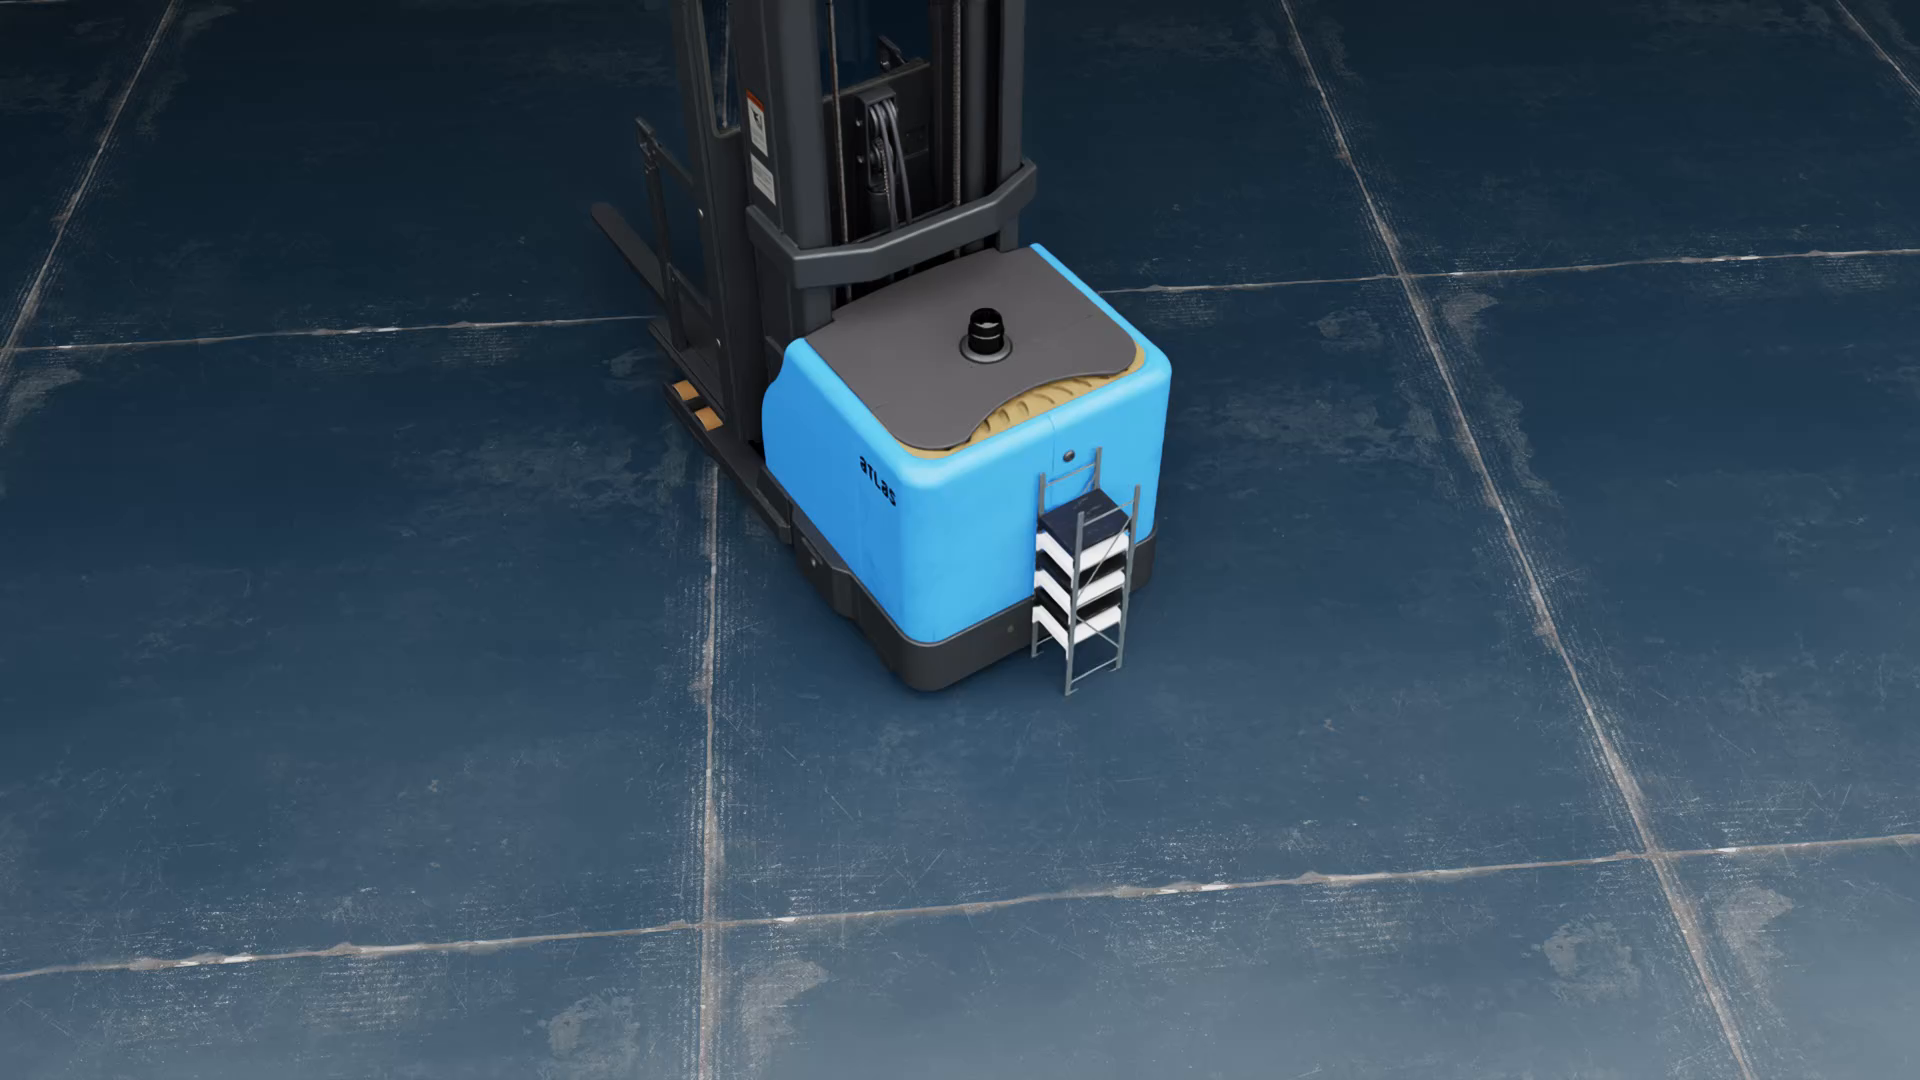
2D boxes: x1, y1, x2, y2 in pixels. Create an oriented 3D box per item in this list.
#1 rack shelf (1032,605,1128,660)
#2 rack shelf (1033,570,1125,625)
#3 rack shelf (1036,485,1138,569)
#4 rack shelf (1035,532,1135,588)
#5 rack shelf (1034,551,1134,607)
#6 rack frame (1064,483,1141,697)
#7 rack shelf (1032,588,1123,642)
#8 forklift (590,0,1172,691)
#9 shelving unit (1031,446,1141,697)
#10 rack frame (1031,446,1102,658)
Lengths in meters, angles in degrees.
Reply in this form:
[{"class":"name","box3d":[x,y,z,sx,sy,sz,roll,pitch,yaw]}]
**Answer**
[{"class":"rack shelf","box3d":[0.407,0.267,5.671,0.258,0.077,0.200,-25,52,-22]},{"class":"rack shelf","box3d":[0.407,0.143,5.540,0.258,0.077,0.200,-25,52,-22]},{"class":"rack shelf","box3d":[0.407,-0.042,5.344,0.258,0.077,0.200,-25,52,-22]},{"class":"rack shelf","box3d":[0.407,0.019,5.410,0.258,0.077,0.200,-25,52,-22]},{"class":"rack shelf","box3d":[0.407,0.081,5.475,0.258,0.077,0.200,-25,52,-22]},{"class":"rack frame","box3d":[0.462,0.182,5.458,0.240,0.900,0.006,-25,52,-22]},{"class":"rack shelf","box3d":[0.407,0.205,5.606,0.258,0.077,0.200,-25,52,-22]},{"class":"forklift","box3d":[-0.528,-1.542,5.692,1.130,2.935,3.031,-25,52,-22]},{"class":"shelving unit","box3d":[0.407,0.120,5.516,0.258,0.900,0.210,-25,52,-22]},{"class":"rack frame","box3d":[0.351,0.059,5.575,0.240,0.900,0.006,-25,52,-22]}]
